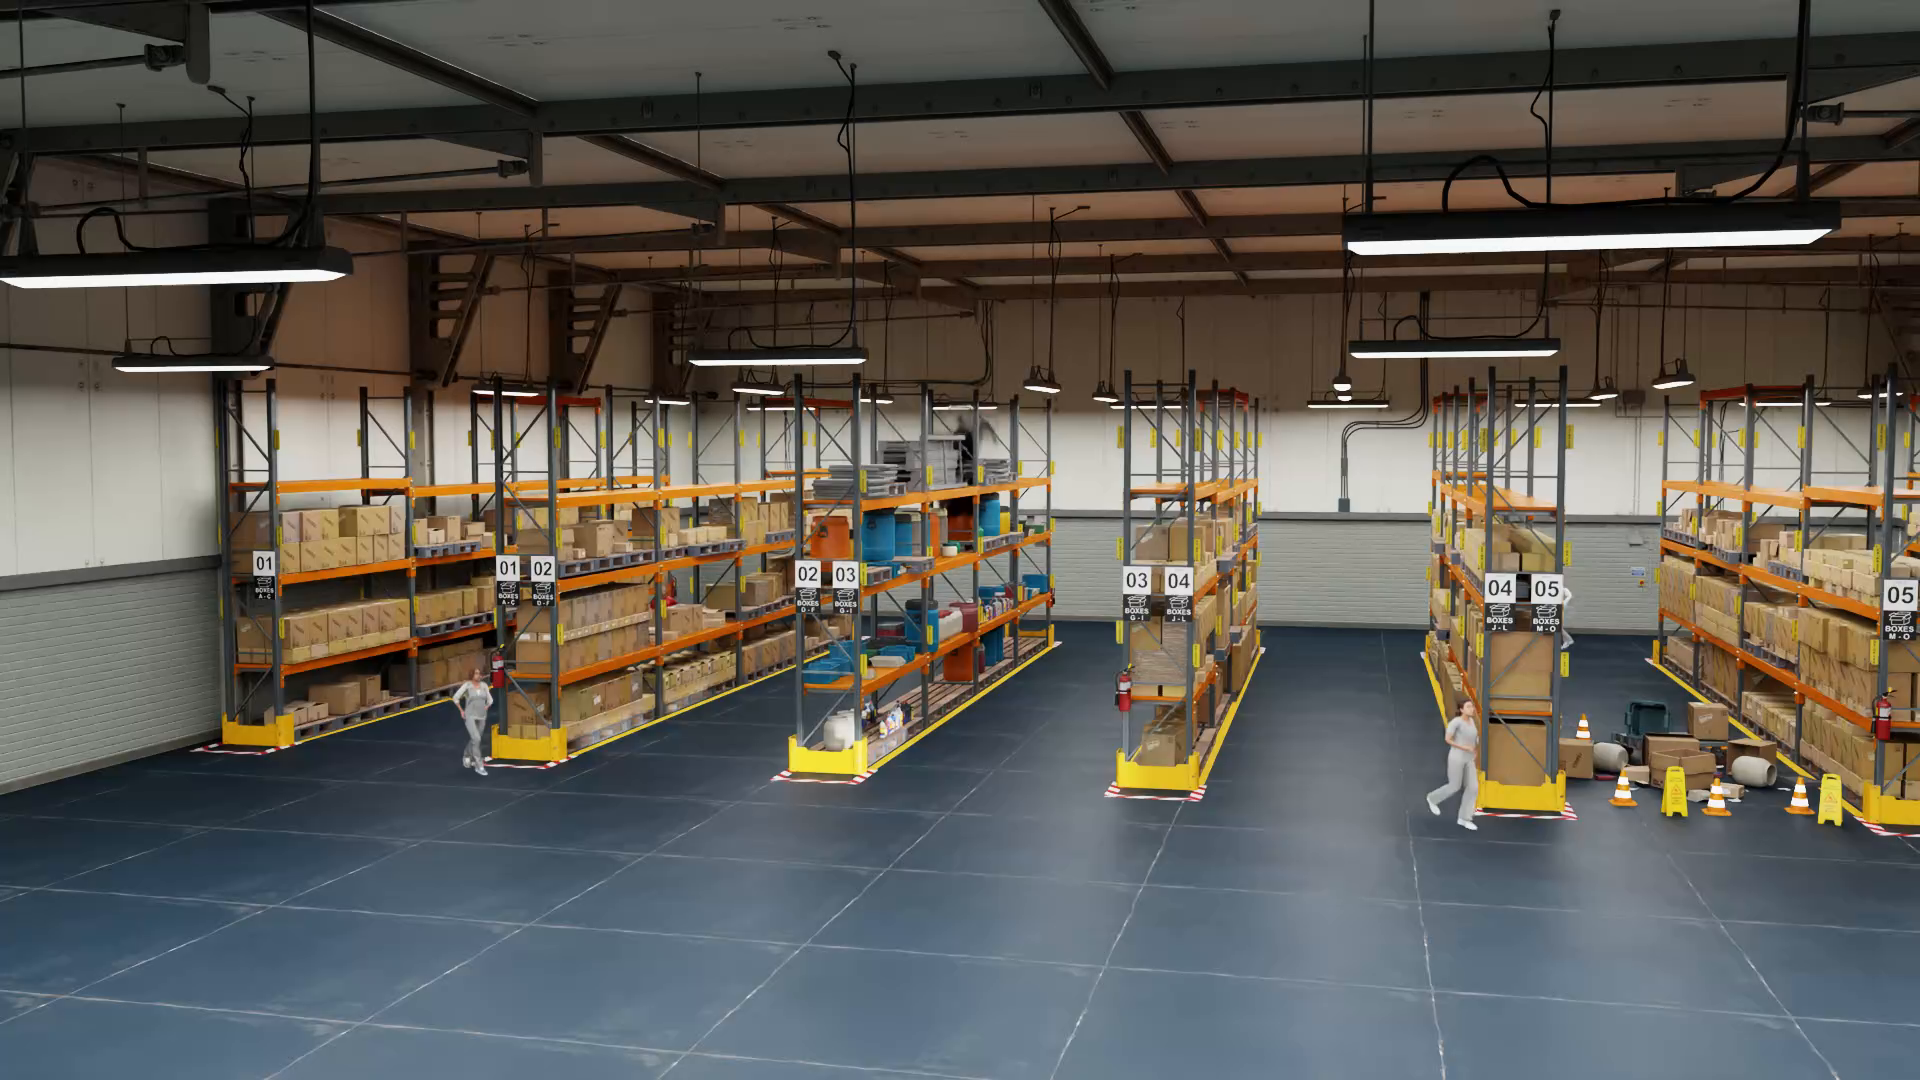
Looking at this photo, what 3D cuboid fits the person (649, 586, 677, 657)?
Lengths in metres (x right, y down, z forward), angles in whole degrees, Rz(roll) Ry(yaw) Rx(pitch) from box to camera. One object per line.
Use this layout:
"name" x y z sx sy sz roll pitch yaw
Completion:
"person" -6.766 1.892 37.976 0.665 1.686 0.644 0 3 -2

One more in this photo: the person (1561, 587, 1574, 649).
"person" 14.044 1.737 39.258 0.992 1.807 0.703 0 3 -3

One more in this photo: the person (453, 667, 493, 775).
"person" -7.262 2.683 24.930 0.543 1.579 0.822 -3 5 -43

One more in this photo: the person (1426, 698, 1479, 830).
"person" 6.515 2.881 21.699 0.573 1.664 0.825 -2 4 -28
